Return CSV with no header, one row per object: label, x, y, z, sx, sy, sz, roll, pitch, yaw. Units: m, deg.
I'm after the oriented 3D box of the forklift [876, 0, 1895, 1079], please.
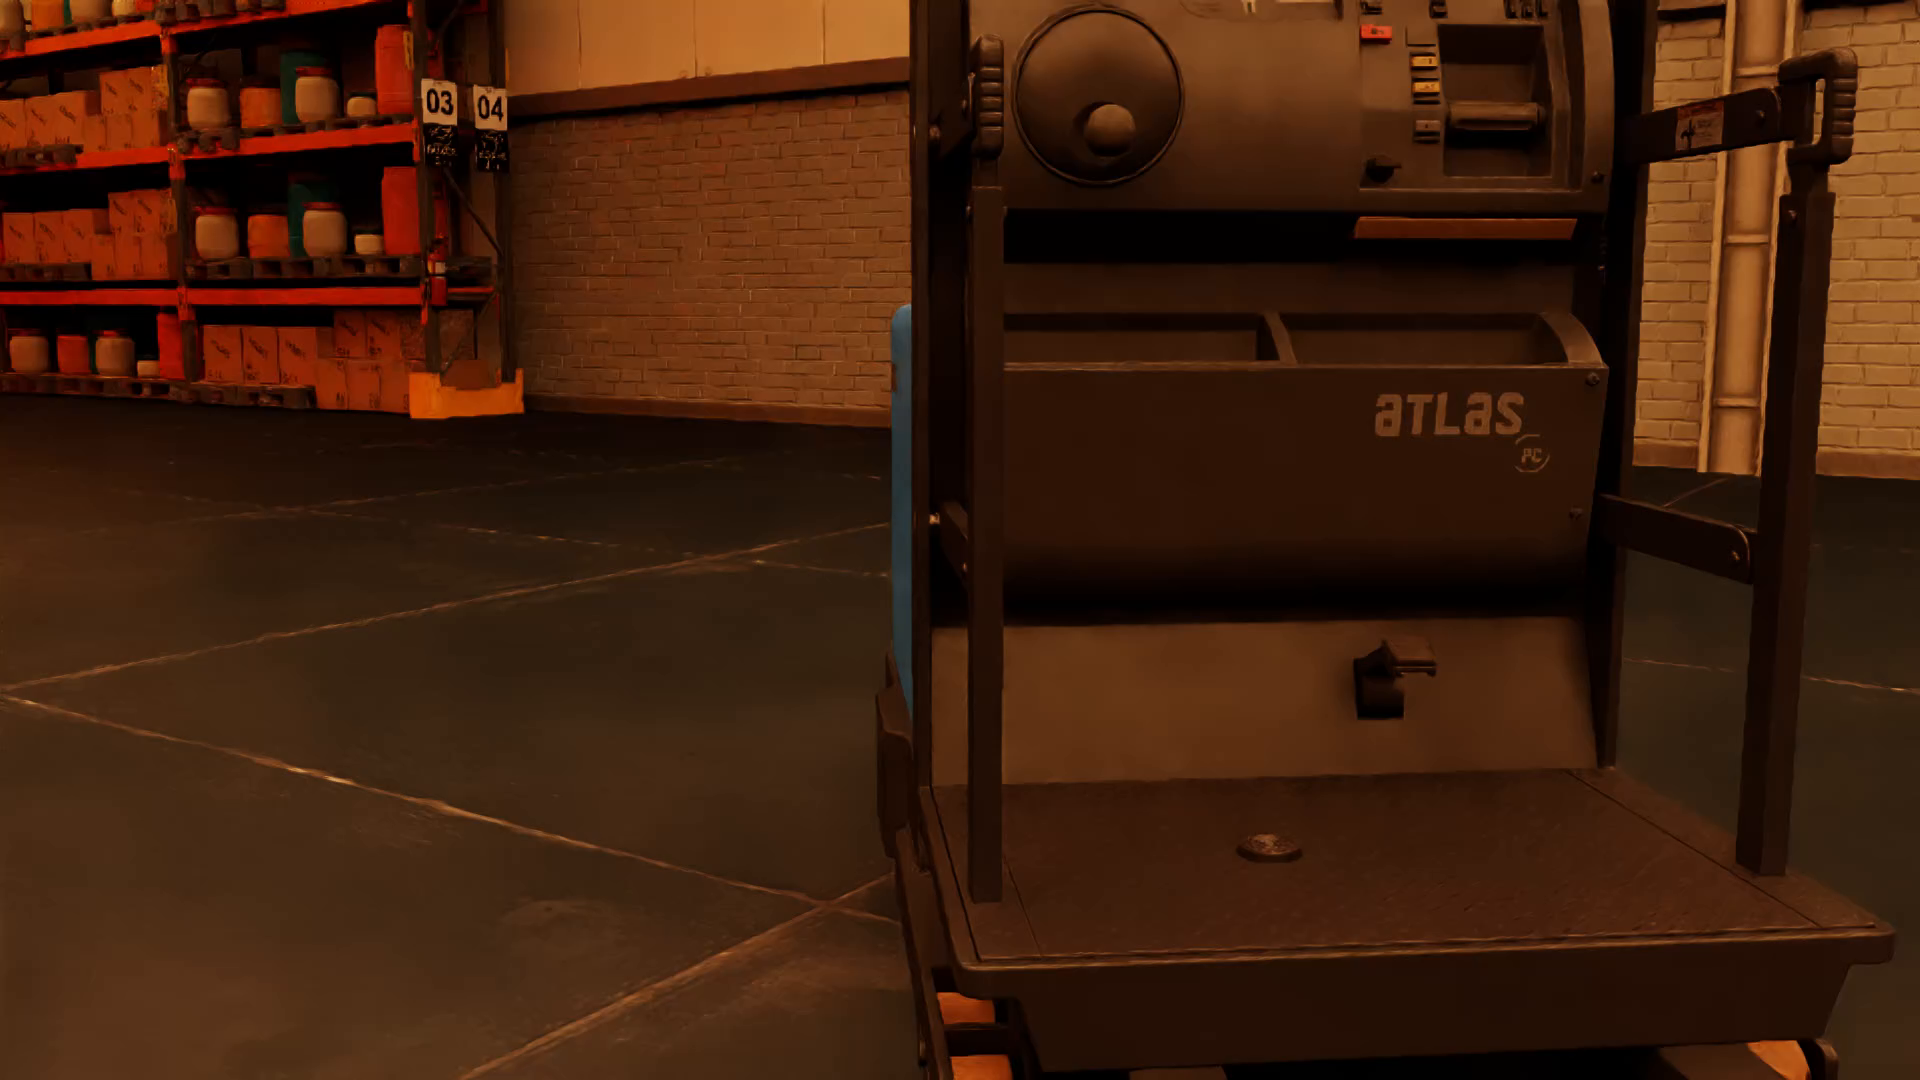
forklift,0.495,-0.707,2.165,1.130,2.935,3.031,-1,8,-5
